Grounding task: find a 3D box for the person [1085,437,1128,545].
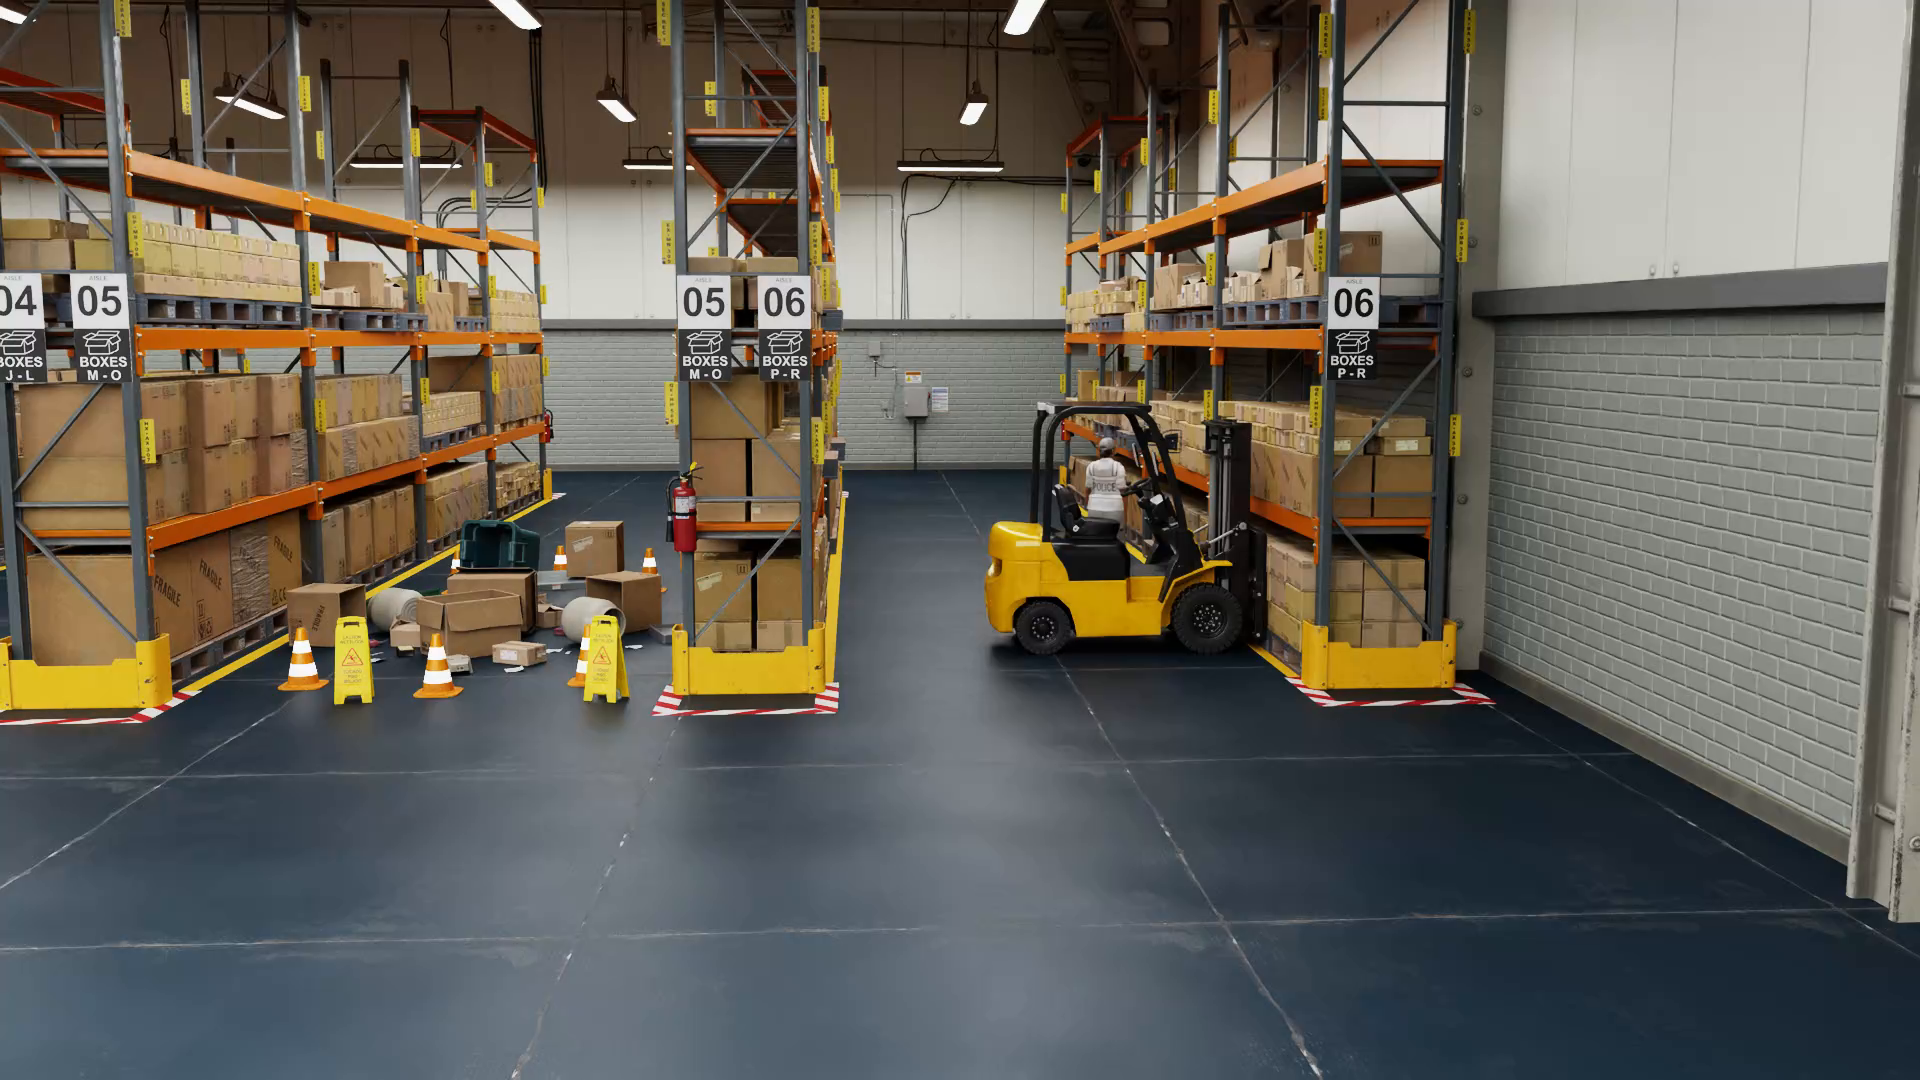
[{"bbox_3d":[1.604,-0.246,17.969,0.500,1.729,0.410,3,7,20],"label":"person"}]
